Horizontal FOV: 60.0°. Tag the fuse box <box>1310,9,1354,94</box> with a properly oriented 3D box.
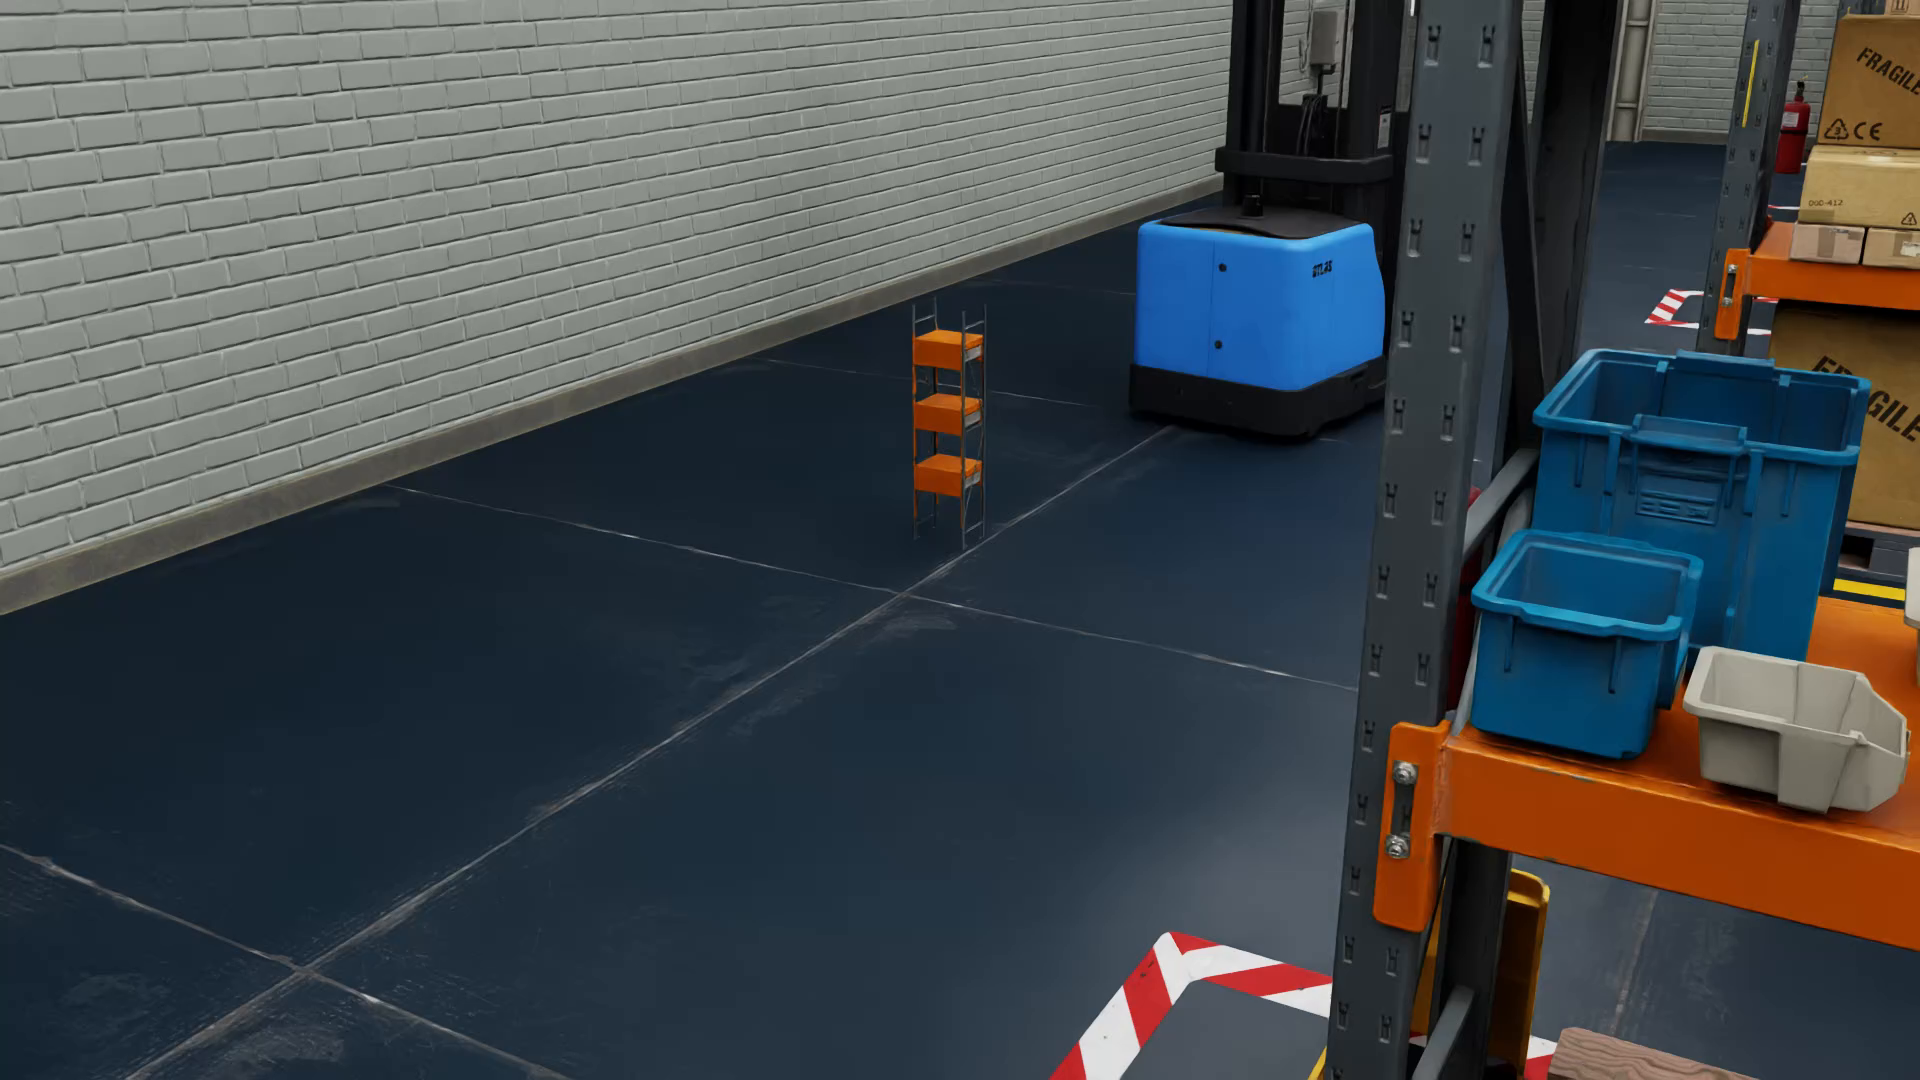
[{"bbox_3d":[4.409,-5.374,19.672,0.414,1.711,0.539,11,23,27],"label":"fuse box"}]

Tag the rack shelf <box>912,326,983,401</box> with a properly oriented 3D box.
[{"bbox_3d":[-0.047,-0.759,7.117,0.240,0.259,0.215,11,23,27],"label":"rack shelf"}]

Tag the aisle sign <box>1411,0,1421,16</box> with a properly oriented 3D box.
[{"bbox_3d":[0.735,-1.169,2.377,0.004,0.787,0.394,11,23,27],"label":"aisle sign"}]

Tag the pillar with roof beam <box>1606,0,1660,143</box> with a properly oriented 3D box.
[{"bbox_3d":[6.594,-8.182,16.724,0.400,9.000,9.100,11,23,27],"label":"pillar with roof beam"}]

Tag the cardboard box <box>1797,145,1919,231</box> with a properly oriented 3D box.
[{"bbox_3d":[3.645,-1.407,6.629,0.500,0.250,0.500,10,22,26],"label":"cardboard box"}]

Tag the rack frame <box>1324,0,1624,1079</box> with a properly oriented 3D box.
[{"bbox_3d":[0.942,-0.024,3.031,0.127,3.000,1.000,11,23,27],"label":"rack frame"}]

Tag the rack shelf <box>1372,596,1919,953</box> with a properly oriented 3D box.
[{"bbox_3d":[2.688,0.647,2.237,4.000,0.370,1.077,11,23,27],"label":"rack shelf"}]

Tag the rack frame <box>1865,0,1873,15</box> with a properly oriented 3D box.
[{"bbox_3d":[8.191,-4.448,15.229,0.127,3.000,1.000,11,23,27],"label":"rack frame"}]

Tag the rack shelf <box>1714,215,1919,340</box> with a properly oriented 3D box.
[{"bbox_3d":[5.104,-0.827,6.302,4.000,0.370,1.077,11,23,27],"label":"rack shelf"}]

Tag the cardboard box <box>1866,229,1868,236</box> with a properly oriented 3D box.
[{"bbox_3d":[3.829,-1.419,7.246,0.250,0.149,0.380,11,23,28],"label":"cardboard box"}]

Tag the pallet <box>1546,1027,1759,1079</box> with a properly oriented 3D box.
[{"bbox_3d":[1.643,1.436,3.097,1.213,0.211,1.003,11,23,27],"label":"pallet"}]

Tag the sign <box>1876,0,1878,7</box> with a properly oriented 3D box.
[{"bbox_3d":[10.344,-6.172,18.712,0.005,0.325,0.100,11,23,27],"label":"sign"}]

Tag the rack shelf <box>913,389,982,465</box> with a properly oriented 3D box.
[{"bbox_3d":[-0.047,-0.492,7.214,0.240,0.259,0.215,11,23,27],"label":"rack shelf"}]

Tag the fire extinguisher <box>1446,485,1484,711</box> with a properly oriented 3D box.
[{"bbox_3d":[1.032,0.028,3.550,0.183,0.674,0.296,11,23,27],"label":"fire extinguisher"}]

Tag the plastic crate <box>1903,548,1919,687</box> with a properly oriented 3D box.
[{"bbox_3d":[1.743,0.154,2.841,0.243,0.136,0.396,11,23,27],"label":"plastic crate"}]

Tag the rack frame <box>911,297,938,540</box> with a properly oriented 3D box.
[{"bbox_3d":[-0.153,-0.523,7.267,0.008,1.050,0.200,11,23,27],"label":"rack frame"}]

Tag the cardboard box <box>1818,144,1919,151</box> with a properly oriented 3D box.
[{"bbox_3d":[3.910,-1.566,7.067,0.500,0.250,0.500,10,22,26],"label":"cardboard box"}]

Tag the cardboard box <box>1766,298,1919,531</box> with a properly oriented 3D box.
[{"bbox_3d":[3.956,-0.614,7.159,0.875,0.875,0.875,11,23,27],"label":"cardboard box"}]

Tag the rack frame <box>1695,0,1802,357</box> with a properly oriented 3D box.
[{"bbox_3d":[3.358,-1.498,7.096,0.127,3.000,1.000,11,23,27],"label":"rack frame"}]

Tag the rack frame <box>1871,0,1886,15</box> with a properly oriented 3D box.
[{"bbox_3d":[10.608,-5.927,19.305,0.127,3.000,1.000,11,23,27],"label":"rack frame"}]

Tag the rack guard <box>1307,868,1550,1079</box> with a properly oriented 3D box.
[{"bbox_3d":[0.915,1.151,3.458,0.348,0.500,1.175,11,23,27],"label":"rack guard"}]

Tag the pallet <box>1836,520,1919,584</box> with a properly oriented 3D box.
[{"bbox_3d":[4.094,-0.078,7.269,1.213,0.211,1.003,11,23,27],"label":"pallet"}]

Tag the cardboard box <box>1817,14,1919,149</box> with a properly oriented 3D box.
[{"bbox_3d":[3.911,-1.917,6.935,0.500,0.500,0.500,11,23,28],"label":"cardboard box"}]

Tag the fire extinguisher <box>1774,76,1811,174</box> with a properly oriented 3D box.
[{"bbox_3d":[5.870,-2.925,11.691,0.183,0.674,0.296,11,23,27],"label":"fire extinguisher"}]

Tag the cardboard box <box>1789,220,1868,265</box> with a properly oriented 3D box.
[{"bbox_3d":[3.507,-1.223,6.705,0.250,0.149,0.380,11,23,28],"label":"cardboard box"}]

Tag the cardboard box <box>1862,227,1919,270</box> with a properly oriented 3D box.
[{"bbox_3d":[3.732,-1.180,6.589,0.250,0.149,0.380,10,22,27],"label":"cardboard box"}]

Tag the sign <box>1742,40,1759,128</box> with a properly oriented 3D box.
[{"bbox_3d":[3.082,-1.778,6.482,0.005,0.325,0.100,11,23,27],"label":"sign"}]

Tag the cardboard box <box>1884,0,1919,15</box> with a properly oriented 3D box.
[{"bbox_3d":[6.127,-3.461,10.459,0.500,0.500,0.500,11,22,27],"label":"cardboard box"}]

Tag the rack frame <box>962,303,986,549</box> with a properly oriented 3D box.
[{"bbox_3d":[0.060,-0.482,7.155,0.008,1.050,0.200,11,23,27],"label":"rack frame"}]

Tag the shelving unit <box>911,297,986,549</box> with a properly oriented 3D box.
[{"bbox_3d":[-0.047,-0.502,7.211,0.252,1.050,0.215,11,23,27],"label":"shelving unit"}]

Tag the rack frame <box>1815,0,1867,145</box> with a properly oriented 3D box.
[{"bbox_3d":[5.865,-2.958,11.120,0.127,3.000,1.000,11,23,27],"label":"rack frame"}]

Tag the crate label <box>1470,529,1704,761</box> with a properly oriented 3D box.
[{"bbox_3d":[0.997,0.166,2.666,0.303,0.233,0.416,11,23,27],"label":"crate label"}]

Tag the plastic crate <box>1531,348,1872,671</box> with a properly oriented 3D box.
[{"bbox_3d":[1.326,-0.068,3.015,0.499,0.435,0.616,11,23,27],"label":"plastic crate"}]

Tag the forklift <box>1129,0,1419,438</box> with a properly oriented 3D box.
[{"bbox_3d":[2.242,-2.352,9.550,1.130,2.935,3.031,15,25,35],"label":"forklift"}]

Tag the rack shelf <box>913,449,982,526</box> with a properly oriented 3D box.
[{"bbox_3d":[-0.047,-0.231,7.309,0.240,0.259,0.215,11,23,27],"label":"rack shelf"}]

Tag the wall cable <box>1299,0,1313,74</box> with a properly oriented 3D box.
[{"bbox_3d":[3.938,-6.281,18.791,0.122,1.984,0.588,11,23,27],"label":"wall cable"}]

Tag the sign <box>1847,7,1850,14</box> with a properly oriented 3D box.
[{"bbox_3d":[5.600,-3.203,10.527,0.005,0.325,0.100,11,23,27],"label":"sign"}]

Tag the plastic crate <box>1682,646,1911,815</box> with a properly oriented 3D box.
[{"bbox_3d":[1.237,0.289,2.468,0.298,0.136,0.250,11,23,27],"label":"plastic crate"}]

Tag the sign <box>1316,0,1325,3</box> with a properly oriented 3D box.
[{"bbox_3d":[4.201,-6.386,19.361,0.001,0.242,0.339,11,23,27],"label":"sign"}]
